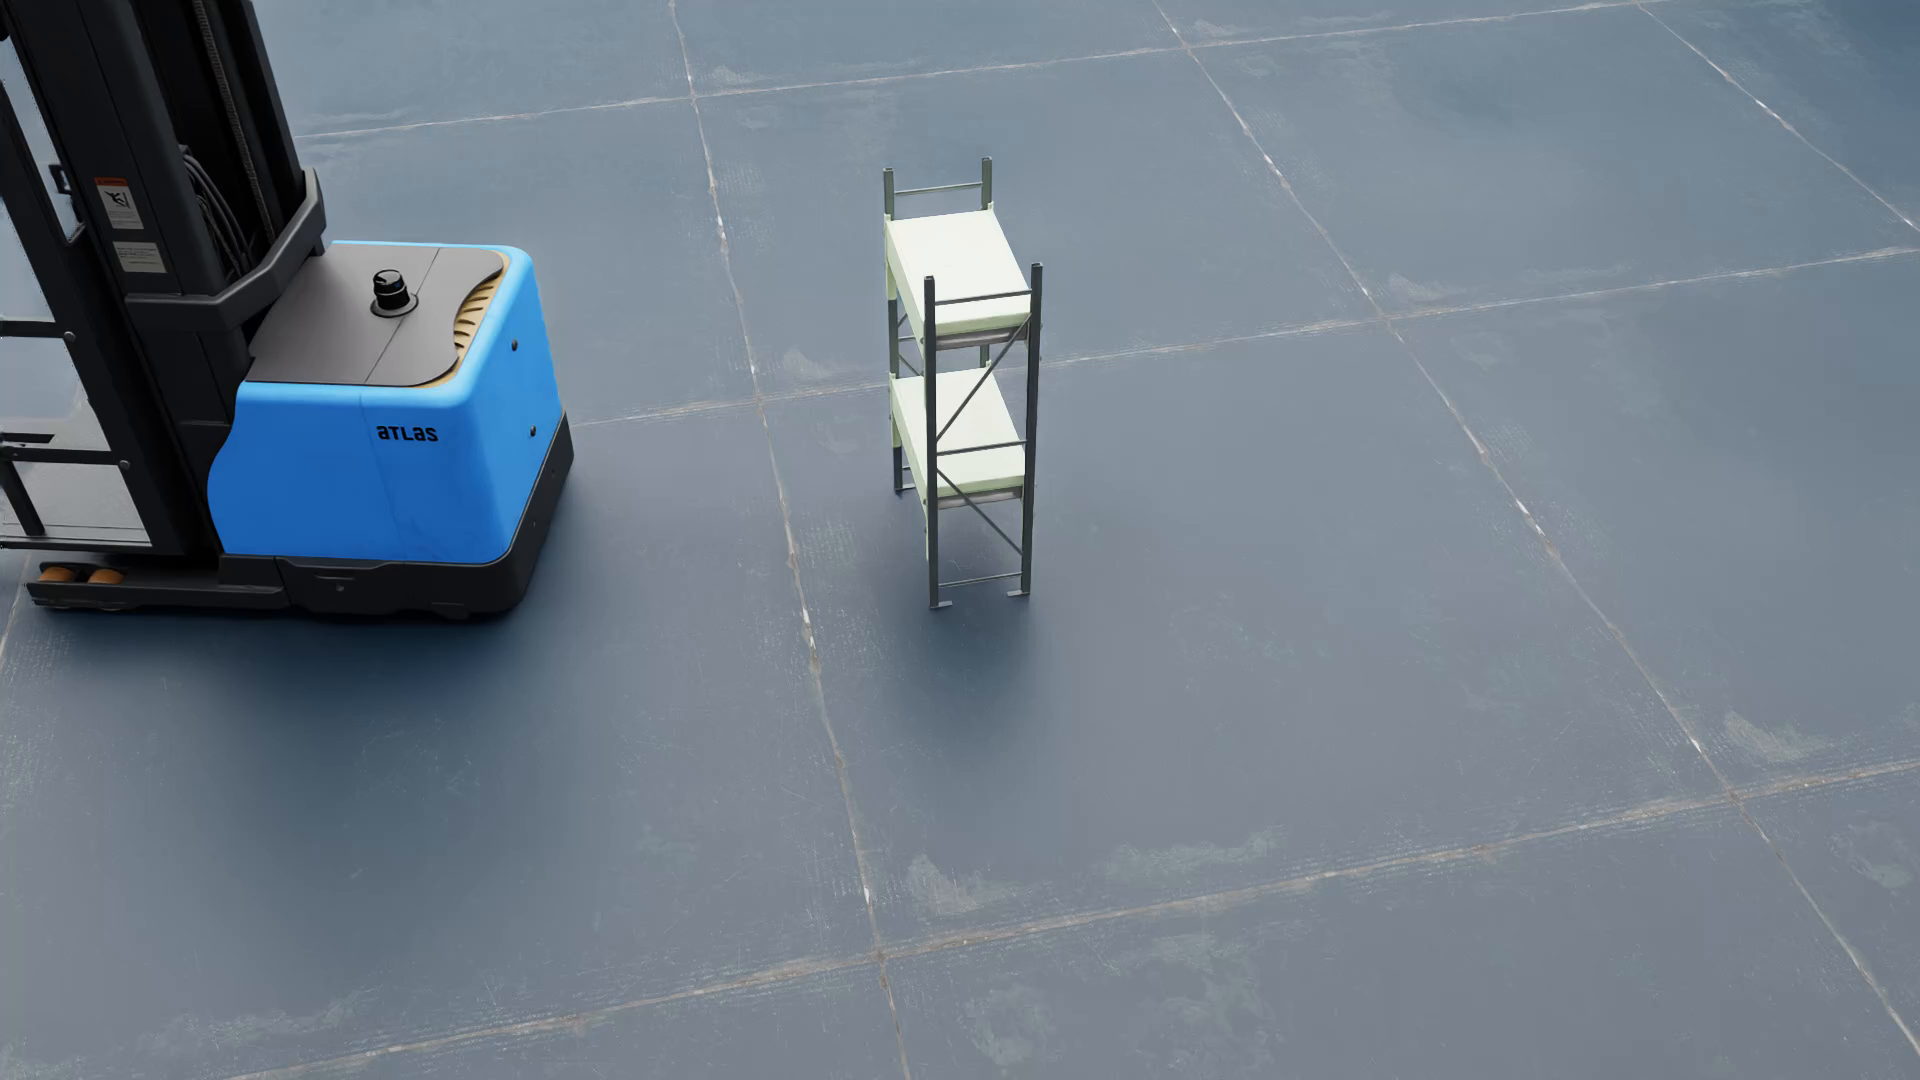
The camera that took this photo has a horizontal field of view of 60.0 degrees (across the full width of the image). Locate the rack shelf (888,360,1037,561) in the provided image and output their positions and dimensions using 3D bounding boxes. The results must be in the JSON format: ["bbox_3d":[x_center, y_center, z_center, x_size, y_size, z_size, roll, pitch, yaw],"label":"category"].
[{"bbox_3d":[-0.001,-0.321,6.473,0.431,0.370,0.720,-8,42,-9],"label":"rack shelf"}]

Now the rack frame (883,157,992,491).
[{"bbox_3d":[-0.080,-0.802,6.524,0.400,1.500,0.023,-8,42,-9],"label":"rack frame"}]

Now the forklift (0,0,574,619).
[{"bbox_3d":[-3.170,-1.170,5.860,3.031,2.935,1.130,2,42,3],"label":"forklift"}]

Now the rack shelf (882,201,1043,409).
[{"bbox_3d":[-0.001,-0.857,5.998,0.431,0.370,0.720,-8,42,-9],"label":"rack shelf"}]

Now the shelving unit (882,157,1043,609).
[{"bbox_3d":[-0.001,-0.565,6.257,0.431,1.500,0.755,-8,42,-9],"label":"shelving unit"}]

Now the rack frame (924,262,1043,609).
[{"bbox_3d":[0.078,-0.328,5.990,0.400,1.500,0.023,-8,42,-9],"label":"rack frame"}]
